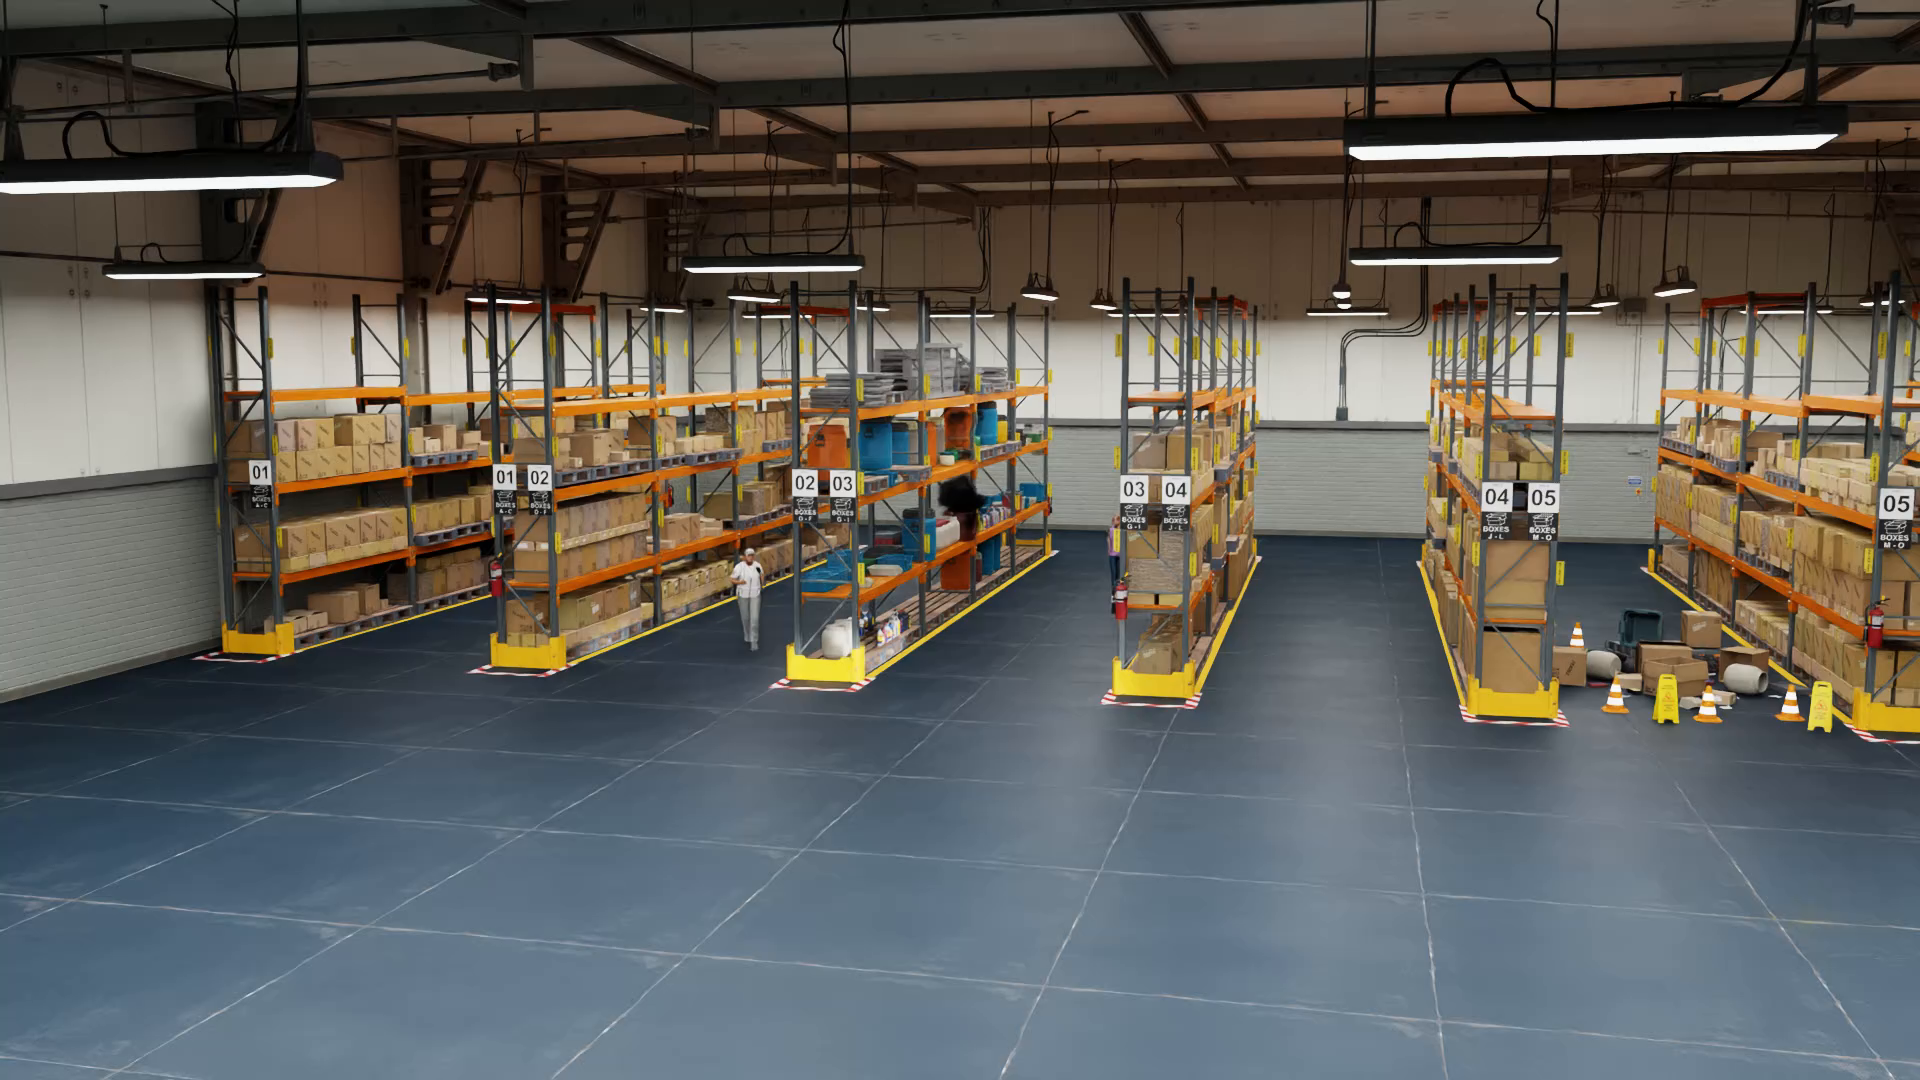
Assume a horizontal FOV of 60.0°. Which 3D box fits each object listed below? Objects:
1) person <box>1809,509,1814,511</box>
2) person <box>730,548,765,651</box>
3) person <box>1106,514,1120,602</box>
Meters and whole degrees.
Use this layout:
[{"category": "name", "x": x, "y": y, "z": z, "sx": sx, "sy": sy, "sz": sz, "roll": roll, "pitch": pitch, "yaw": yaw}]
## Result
[{"category": "person", "x": 17.103, "y": 0.293, "z": 33.453, "sx": 0.628, "sy": 1.812, "sz": 0.827, "roll": 0, "pitch": 7, "yaw": 4}, {"category": "person", "x": -3.566, "y": 0.975, "z": 27.953, "sx": 0.586, "sy": 1.701, "sz": 0.864, "roll": -1, "pitch": 7, "yaw": -10}, {"category": "person", "x": 2.988, "y": 0.320, "z": 31.305, "sx": 0.524, "sy": 1.621, "sz": 0.770, "roll": 2, "pitch": 7, "yaw": 14}]
